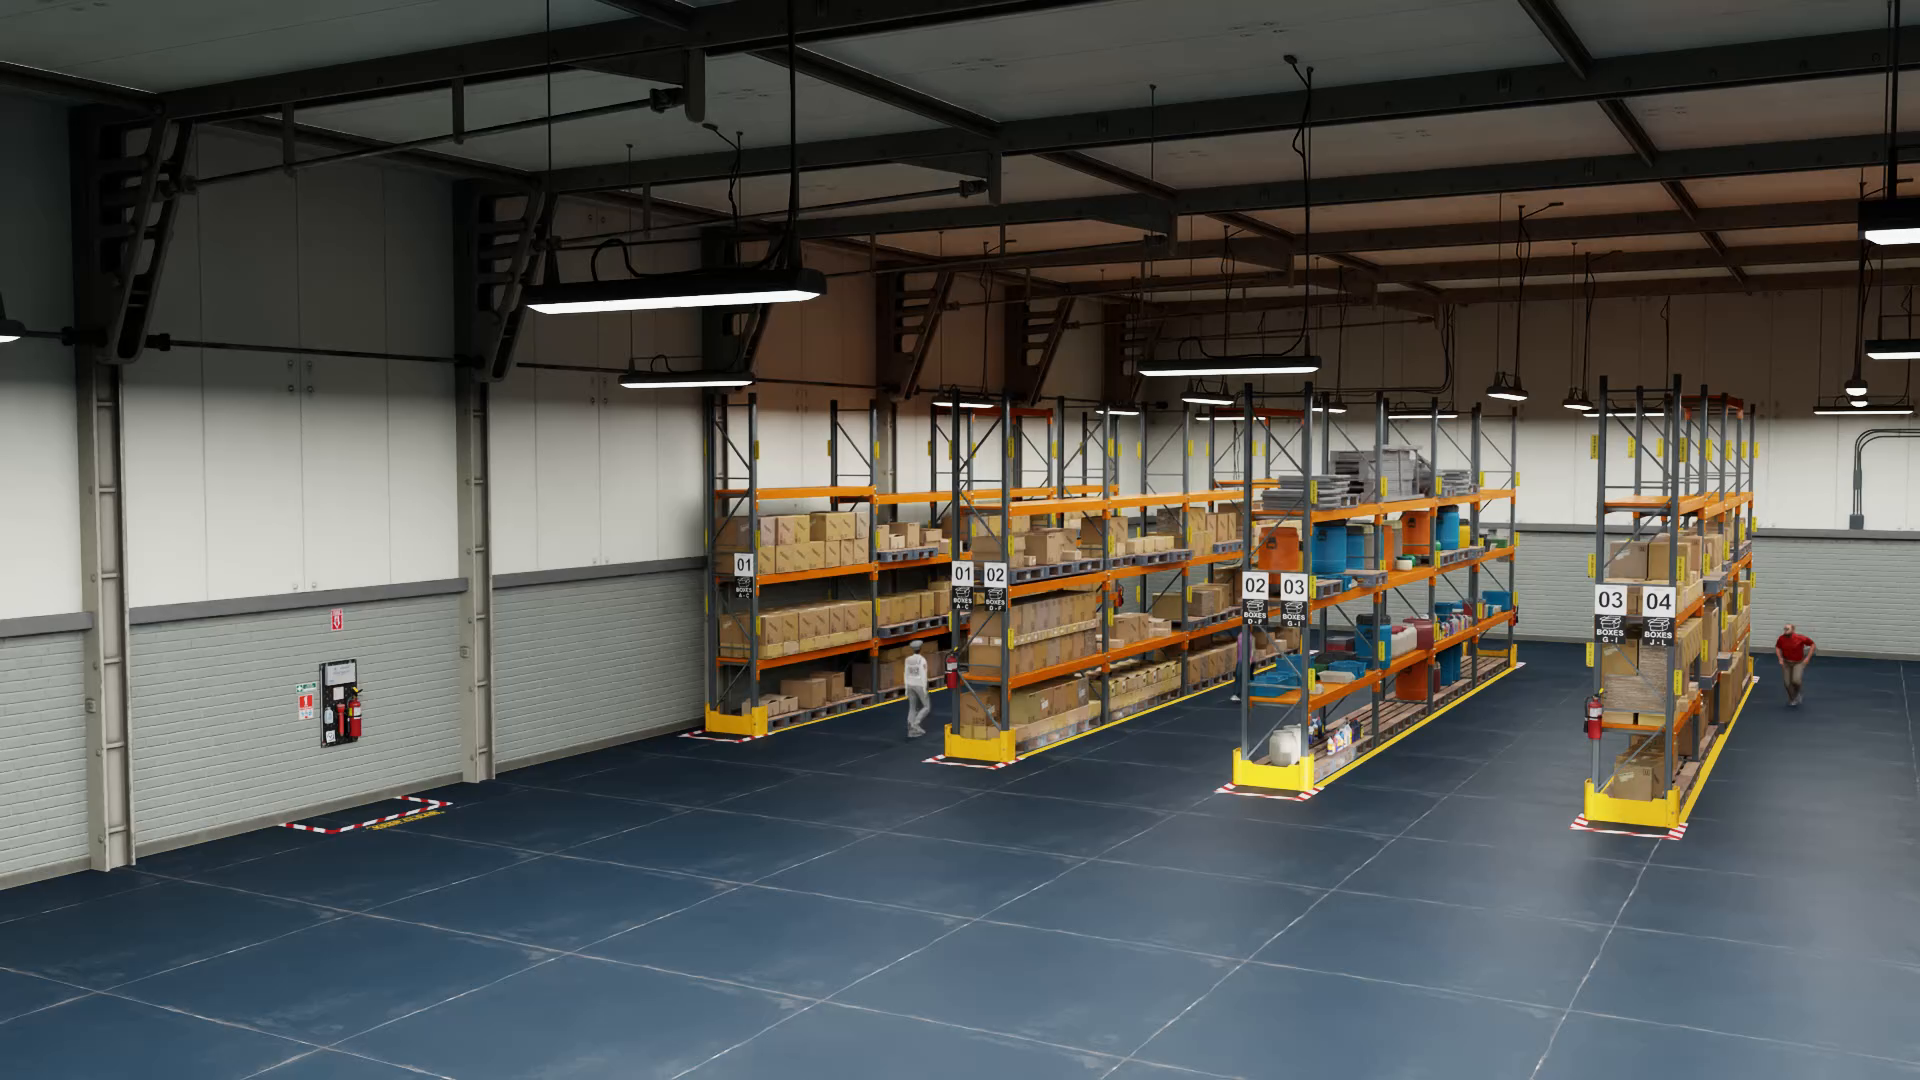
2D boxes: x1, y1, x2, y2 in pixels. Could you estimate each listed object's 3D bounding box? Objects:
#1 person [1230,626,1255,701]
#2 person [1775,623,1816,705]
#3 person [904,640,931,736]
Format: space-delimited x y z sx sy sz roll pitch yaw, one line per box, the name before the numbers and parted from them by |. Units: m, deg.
person | 5.665 2.419 33.091 0.434 1.547 0.946 2 4 29
person | 16.330 2.431 32.548 0.676 1.635 0.703 2 4 37
person | -0.782 2.591 29.023 0.519 1.673 0.448 2 4 37
